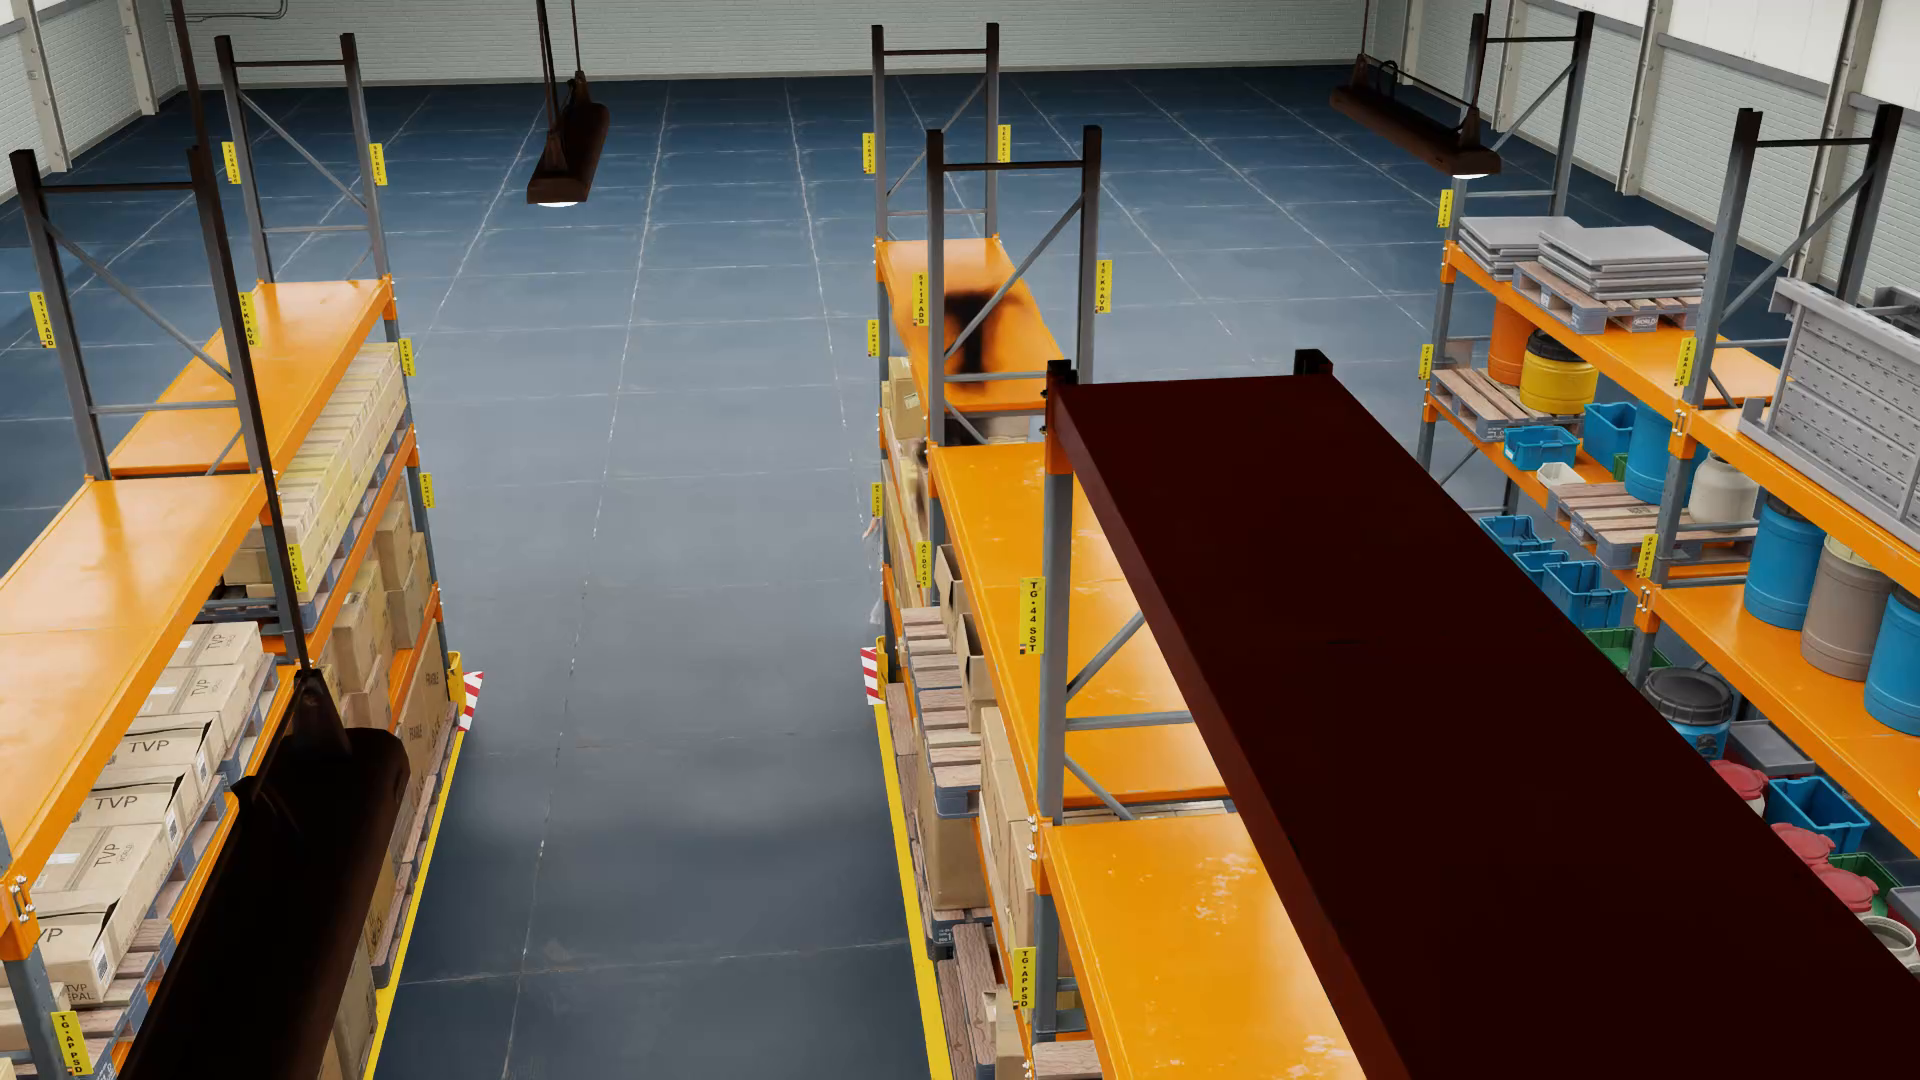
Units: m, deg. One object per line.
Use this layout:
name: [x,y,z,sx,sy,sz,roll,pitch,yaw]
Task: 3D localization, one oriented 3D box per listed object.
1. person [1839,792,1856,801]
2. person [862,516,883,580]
person: [7.234,1.374,13.685,0.525,1.705,0.861,-7,26,-14]
person: [-0.613,-0.003,16.642,0.613,1.658,0.547,-10,27,-21]
